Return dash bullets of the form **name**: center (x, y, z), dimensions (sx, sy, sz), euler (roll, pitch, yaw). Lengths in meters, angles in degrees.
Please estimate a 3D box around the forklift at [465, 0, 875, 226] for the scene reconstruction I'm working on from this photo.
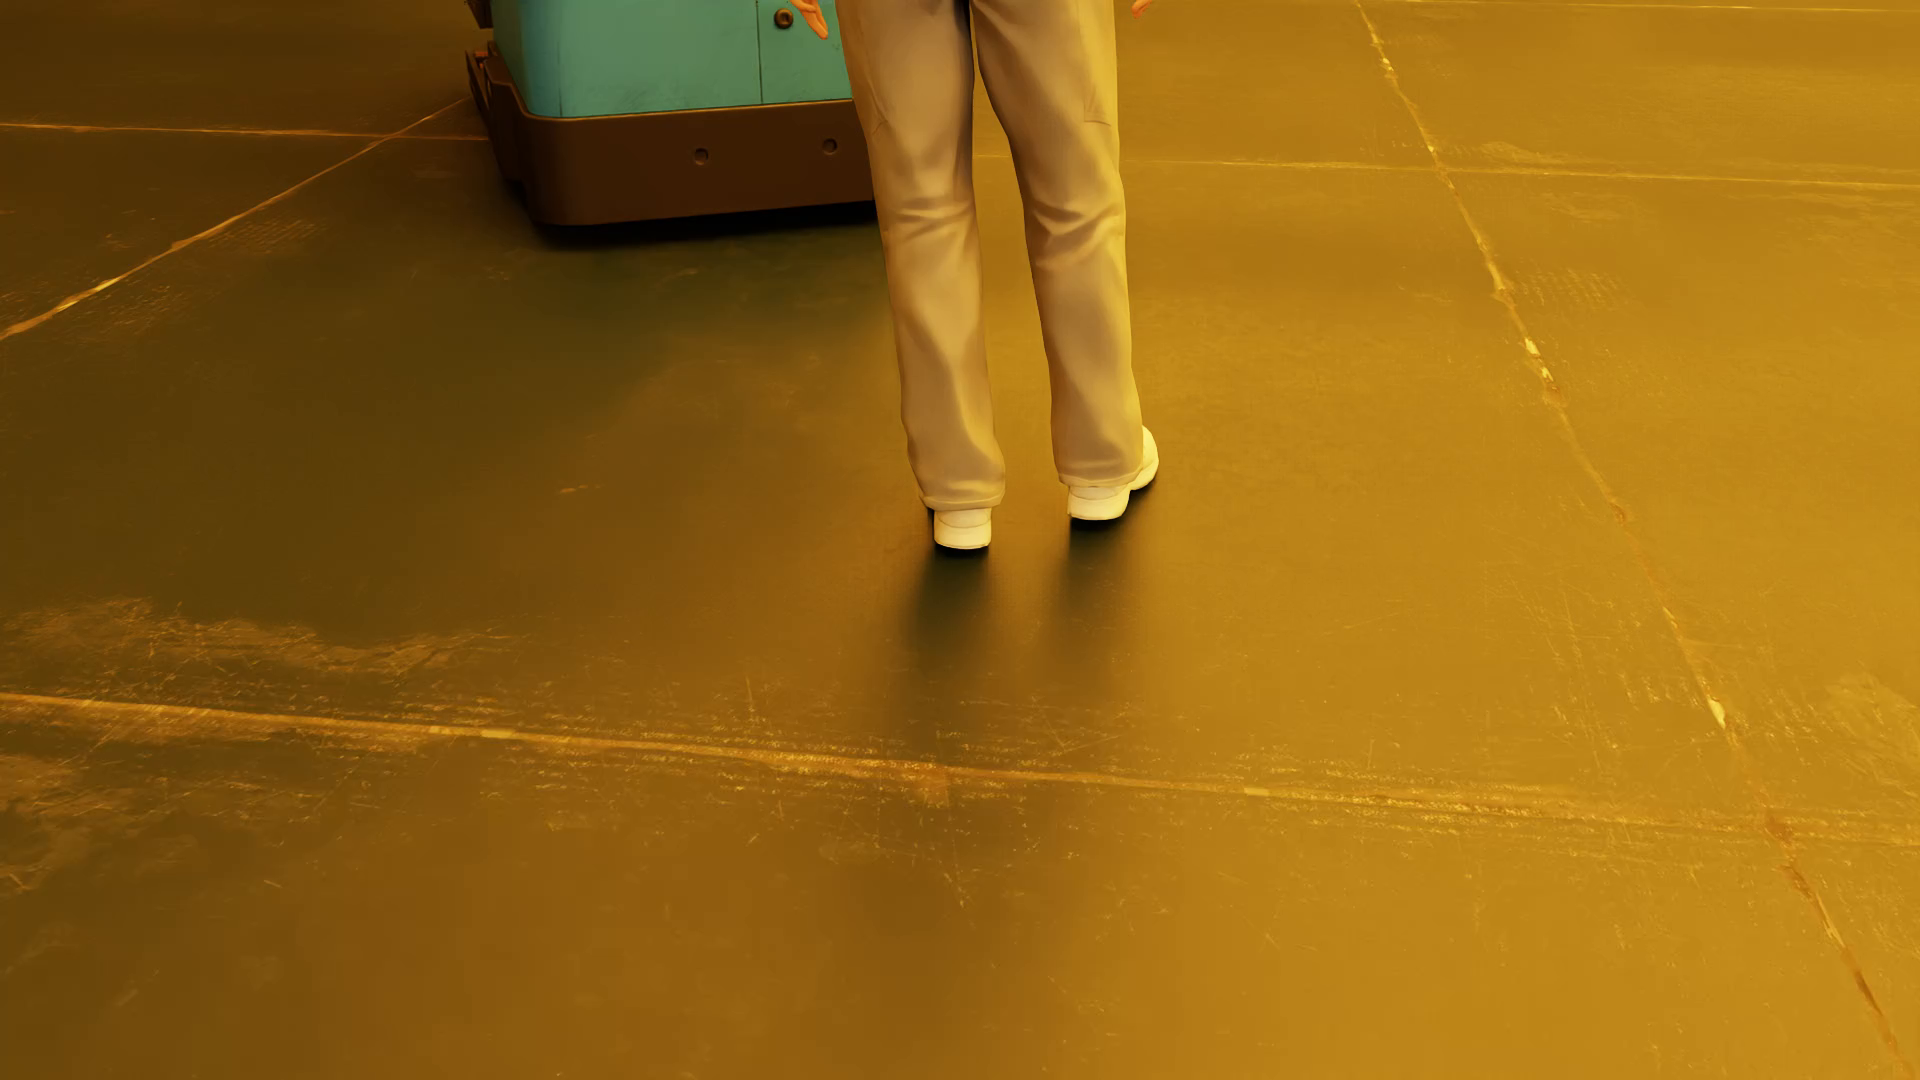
- **forklift**: center (-0.927, -2.659, 4.547), dimensions (1.130, 2.935, 3.031), euler (-9, 28, -17)

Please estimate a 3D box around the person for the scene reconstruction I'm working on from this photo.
- **person**: center (0.023, -0.788, 2.186), dimensions (0.549, 1.675, 0.549), euler (3, 27, 7)
